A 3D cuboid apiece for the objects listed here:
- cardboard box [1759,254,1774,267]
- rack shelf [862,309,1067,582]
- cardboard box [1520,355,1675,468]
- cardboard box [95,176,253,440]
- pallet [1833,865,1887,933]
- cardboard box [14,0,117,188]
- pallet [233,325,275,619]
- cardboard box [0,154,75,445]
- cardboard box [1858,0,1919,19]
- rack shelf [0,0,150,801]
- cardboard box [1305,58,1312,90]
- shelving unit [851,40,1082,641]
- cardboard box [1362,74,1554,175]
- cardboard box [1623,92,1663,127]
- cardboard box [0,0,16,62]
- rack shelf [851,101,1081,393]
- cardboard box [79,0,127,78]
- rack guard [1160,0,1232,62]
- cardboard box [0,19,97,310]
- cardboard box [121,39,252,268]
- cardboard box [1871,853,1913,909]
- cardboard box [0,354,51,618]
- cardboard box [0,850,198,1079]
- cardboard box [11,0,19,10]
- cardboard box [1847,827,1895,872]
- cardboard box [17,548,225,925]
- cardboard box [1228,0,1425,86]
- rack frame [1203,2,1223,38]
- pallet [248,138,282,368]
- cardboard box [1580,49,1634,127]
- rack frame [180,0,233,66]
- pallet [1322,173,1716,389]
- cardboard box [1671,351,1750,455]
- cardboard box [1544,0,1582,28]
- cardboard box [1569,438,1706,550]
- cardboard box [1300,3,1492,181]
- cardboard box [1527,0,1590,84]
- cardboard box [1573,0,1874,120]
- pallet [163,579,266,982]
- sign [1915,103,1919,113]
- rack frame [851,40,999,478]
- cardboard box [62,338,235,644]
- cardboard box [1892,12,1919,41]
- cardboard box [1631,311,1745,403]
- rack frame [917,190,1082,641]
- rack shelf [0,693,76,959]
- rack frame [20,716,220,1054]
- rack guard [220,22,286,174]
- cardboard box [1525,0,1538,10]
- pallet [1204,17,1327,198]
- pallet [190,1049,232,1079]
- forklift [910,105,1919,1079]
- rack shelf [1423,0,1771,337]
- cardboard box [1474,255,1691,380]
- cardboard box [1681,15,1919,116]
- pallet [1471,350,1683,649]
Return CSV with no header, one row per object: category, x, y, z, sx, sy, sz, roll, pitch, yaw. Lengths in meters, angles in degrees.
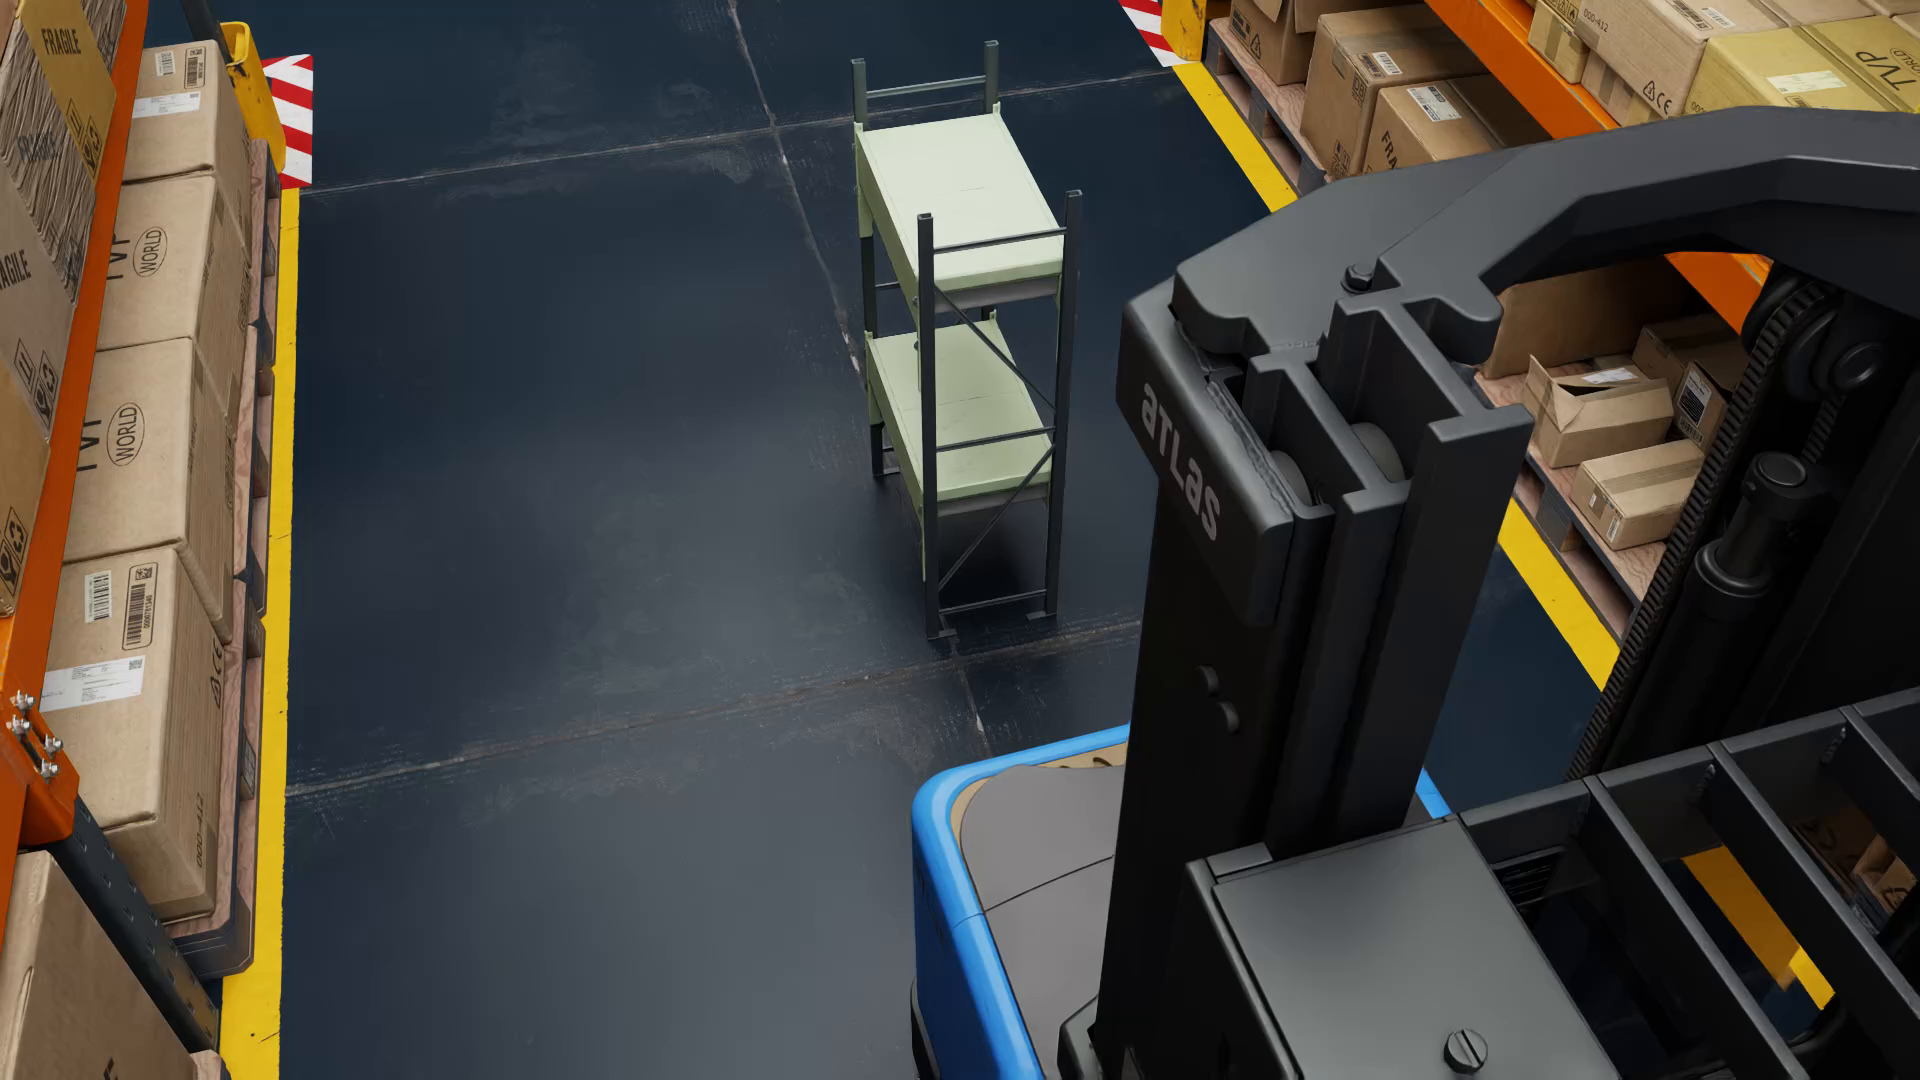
cardboard box,2.176,-0.745,4.056,0.380,0.149,0.250,-10,46,-10
rack shelf,0.002,-0.292,4.943,0.431,0.370,0.720,-11,47,-10
cardboard box,1.984,-0.426,5.188,0.396,0.266,0.258,-9,46,-9
cardboard box,-2.811,-0.693,5.329,0.875,0.438,0.875,-10,46,-9
pallet,2.747,0.872,4.248,1.003,0.211,1.213,-11,47,-10
cardboard box,-2.540,-1.204,4.260,0.500,0.500,0.500,-9,46,-9
pallet,-2.730,-0.156,5.255,1.003,0.211,1.213,-11,47,-10
cardboard box,-2.287,-0.504,3.574,0.500,0.500,0.500,-10,47,-10
cardboard box,2.501,-1.447,4.464,0.500,0.250,0.500,-11,47,-11
rack shelf,-2.807,-0.878,4.514,1.077,0.370,4.000,-11,47,-10
cardboard box,1.614,-1.830,6.645,0.380,0.149,0.250,-12,47,-12
shelving unit,0.002,-0.520,4.710,0.431,1.500,0.755,-11,47,-10
cardboard box,1.763,-1.272,5.853,0.500,0.500,0.500,-10,46,-10
cardboard box,1.999,-1.096,4.400,0.380,0.149,0.250,-10,46,-9
cardboard box,-2.426,-1.212,3.568,0.500,0.500,0.500,-10,46,-10
rack shelf,0.002,-0.793,4.431,0.431,0.370,0.720,-11,47,-10
cardboard box,-2.685,-1.558,4.607,0.500,0.500,0.500,-9,46,-9
rack guard,1.498,-2.493,7.343,1.175,0.500,0.348,-11,47,-10
cardboard box,-2.408,-0.848,3.911,0.500,0.500,0.500,-10,47,-10
cardboard box,-3.054,-1.323,5.946,0.875,0.438,0.875,-12,47,-12
cardboard box,2.554,0.810,3.812,0.500,0.500,0.500,-11,47,-11
cardboard box,-2.162,-0.156,3.232,0.500,0.500,0.500,-9,46,-9
cardboard box,-2.059,1.261,3.107,0.875,0.875,0.875,-9,46,-9
cardboard box,-2.553,-1.561,3.910,0.500,0.500,0.500,-11,47,-11
cardboard box,2.408,0.444,4.171,0.500,0.500,0.500,-9,46,-9
cardboard box,-2.352,0.548,4.113,0.875,0.438,0.875,-11,47,-11
cardboard box,1.543,-2.254,6.813,0.797,0.503,0.637,-12,47,-12
rack frame,1.478,-3.421,6.502,1.000,3.000,0.127,-11,47,-10
pallet,-3.039,-0.997,6.079,1.003,0.211,1.213,-11,47,-10
cardboard box,1.958,-1.282,4.582,0.380,0.149,0.250,-10,46,-9
rack frame,-3.319,-2.510,5.610,1.000,3.000,0.127,-11,47,-10
pallet,2.011,-1.001,6.083,1.003,0.211,1.213,-11,47,-10
cardboard box,2.561,-0.364,5.095,0.500,0.311,0.500,-9,46,-9
cardboard box,1.878,-1.707,4.720,0.500,0.250,0.500,-11,47,-11
cardboard box,2.076,-0.139,4.988,0.380,0.149,0.250,-12,47,-12
cardboard box,1.724,-1.656,6.229,0.700,0.500,0.500,-9,46,-9
cardboard box,1.865,-1.453,4.750,0.380,0.149,0.250,-11,47,-11
cardboard box,1.993,-1.361,4.380,0.500,0.250,0.500,-11,47,-10
pallet,-2.414,0.688,4.428,1.003,0.211,1.213,-11,47,-10
sign,1.980,-0.857,3.384,0.100,0.325,0.005,-11,47,-10
rack frame,-0.092,-0.773,4.957,0.400,1.500,0.023,-11,47,-10
cardboard box,-2.582,-0.070,4.718,0.875,0.438,0.875,-12,47,-11
cardboard box,2.636,-1.102,4.126,0.500,0.250,0.500,-11,47,-11
cardboard box,2.450,-0.607,5.447,0.380,0.149,0.250,-11,47,-11
rack frame,0.095,-0.268,4.462,0.400,1.500,0.023,-11,47,-10
rack shelf,-1.783,1.884,1.807,1.077,0.370,4.000,-11,47,-10
rack frame,-2.295,0.251,2.904,1.000,3.000,0.127,-11,47,-10
rack guard,-3.325,-1.652,6.519,1.175,0.500,0.348,-11,47,-10
cardboard box,1.907,-1.652,4.944,0.380,0.149,0.250,-10,46,-10
pallet,1.703,-1.842,6.907,1.003,0.211,1.213,-11,47,-10
pallet,-2.025,1.746,3.391,1.003,0.211,1.213,-11,47,-10
forklift,0.808,1.101,2.119,1.130,2.935,3.031,-12,47,-12
rack shelf,1.990,-1.788,5.406,1.077,0.370,4.000,-11,47,-10
cardboard box,1.990,-0.939,5.526,0.700,0.500,0.500,-12,47,-12
cardboard box,2.136,-1.018,4.044,0.500,0.250,0.500,-10,46,-9
pallet,2.327,-0.157,5.256,1.003,0.211,1.213,-11,47,-10
